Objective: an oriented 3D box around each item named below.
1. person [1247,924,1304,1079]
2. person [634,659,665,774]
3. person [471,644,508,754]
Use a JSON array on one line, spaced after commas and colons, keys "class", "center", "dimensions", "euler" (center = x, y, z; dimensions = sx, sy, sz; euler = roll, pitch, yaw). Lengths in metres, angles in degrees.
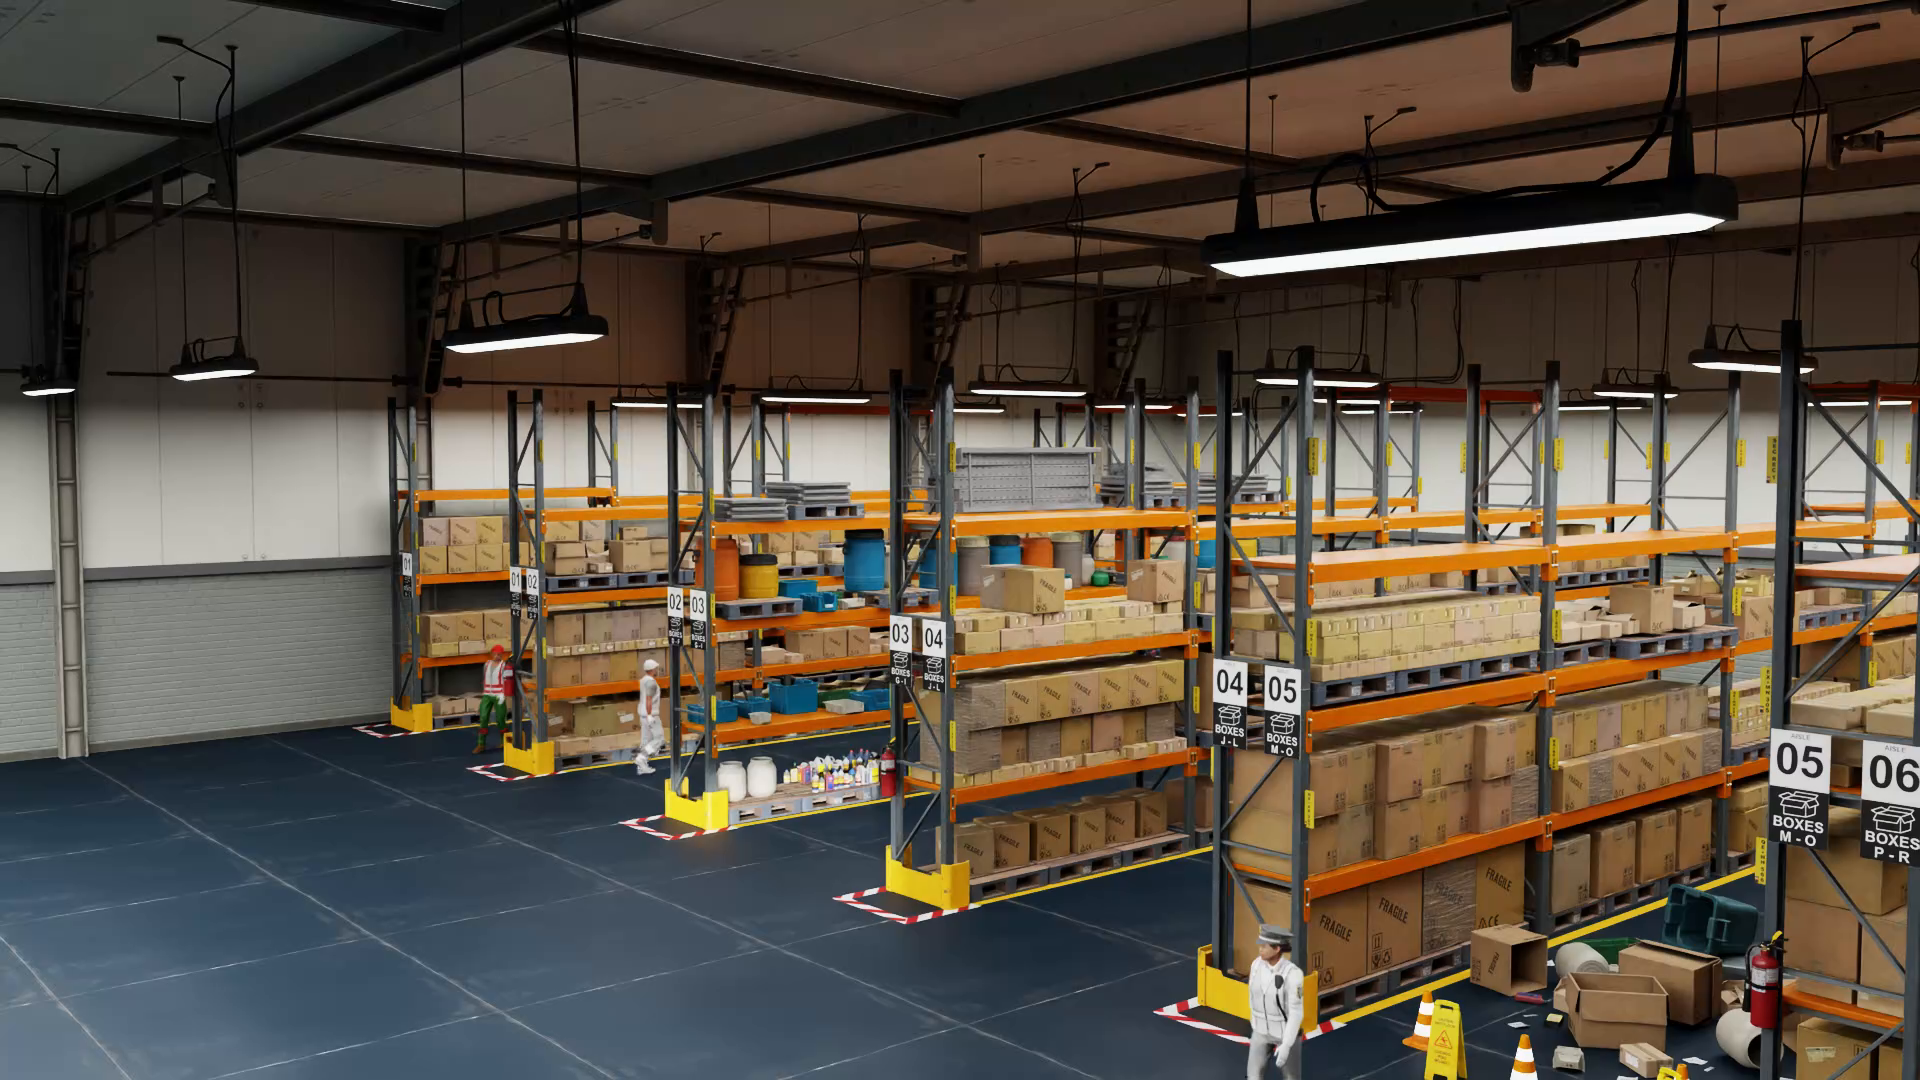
[{"class": "person", "center": [2.266, 3.612, 12.087], "dimensions": [0.511, 1.641, 0.872], "euler": [3, 4, 38]}, {"class": "person", "center": [-4.888, 2.752, 25.939], "dimensions": [0.482, 1.780, 0.584], "euler": [-2, 4, -26]}, {"class": "person", "center": [-7.844, 2.654, 27.865], "dimensions": [0.559, 1.790, 0.755], "euler": [1, 3, 12]}]
